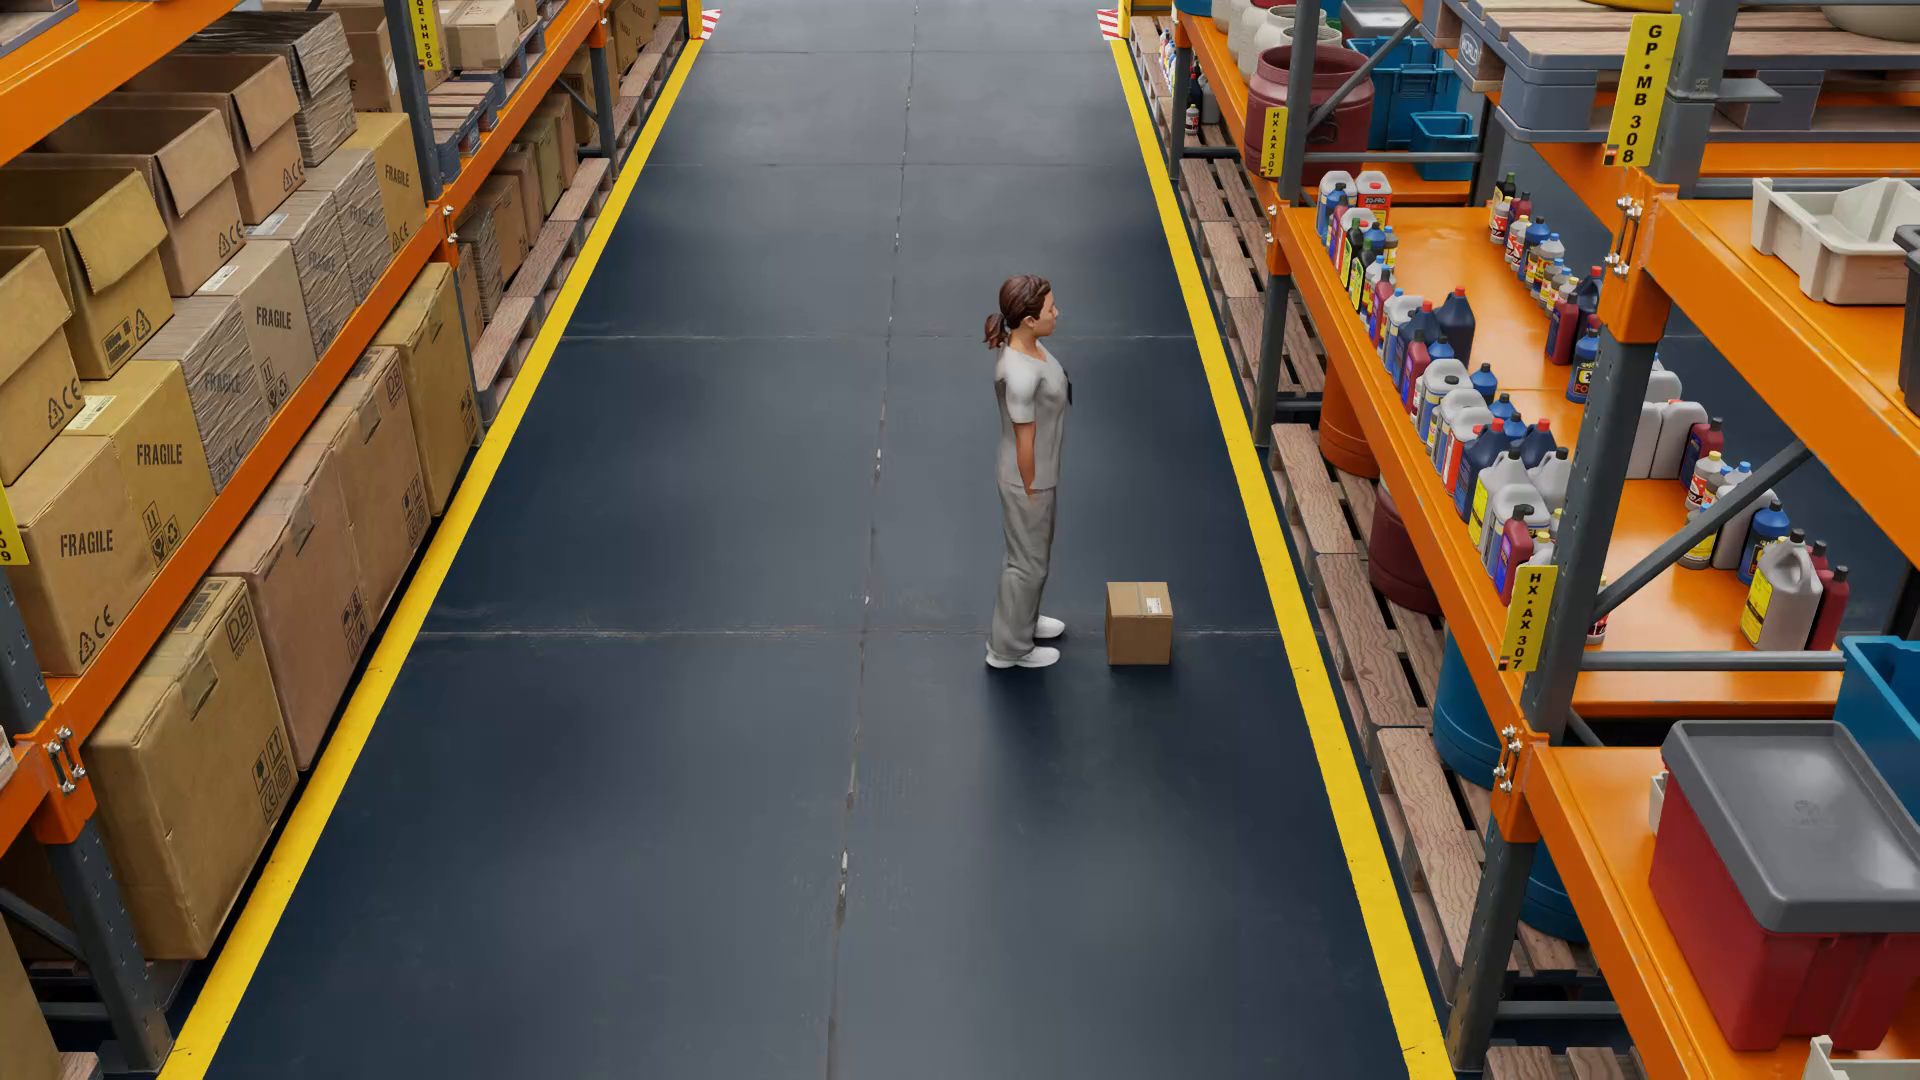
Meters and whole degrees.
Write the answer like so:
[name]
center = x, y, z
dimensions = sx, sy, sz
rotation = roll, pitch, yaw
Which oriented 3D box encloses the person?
[person]
center = 0.260, -0.262, 6.577
dimensions = 0.365, 1.674, 0.437
rotation = 1, 32, 1
